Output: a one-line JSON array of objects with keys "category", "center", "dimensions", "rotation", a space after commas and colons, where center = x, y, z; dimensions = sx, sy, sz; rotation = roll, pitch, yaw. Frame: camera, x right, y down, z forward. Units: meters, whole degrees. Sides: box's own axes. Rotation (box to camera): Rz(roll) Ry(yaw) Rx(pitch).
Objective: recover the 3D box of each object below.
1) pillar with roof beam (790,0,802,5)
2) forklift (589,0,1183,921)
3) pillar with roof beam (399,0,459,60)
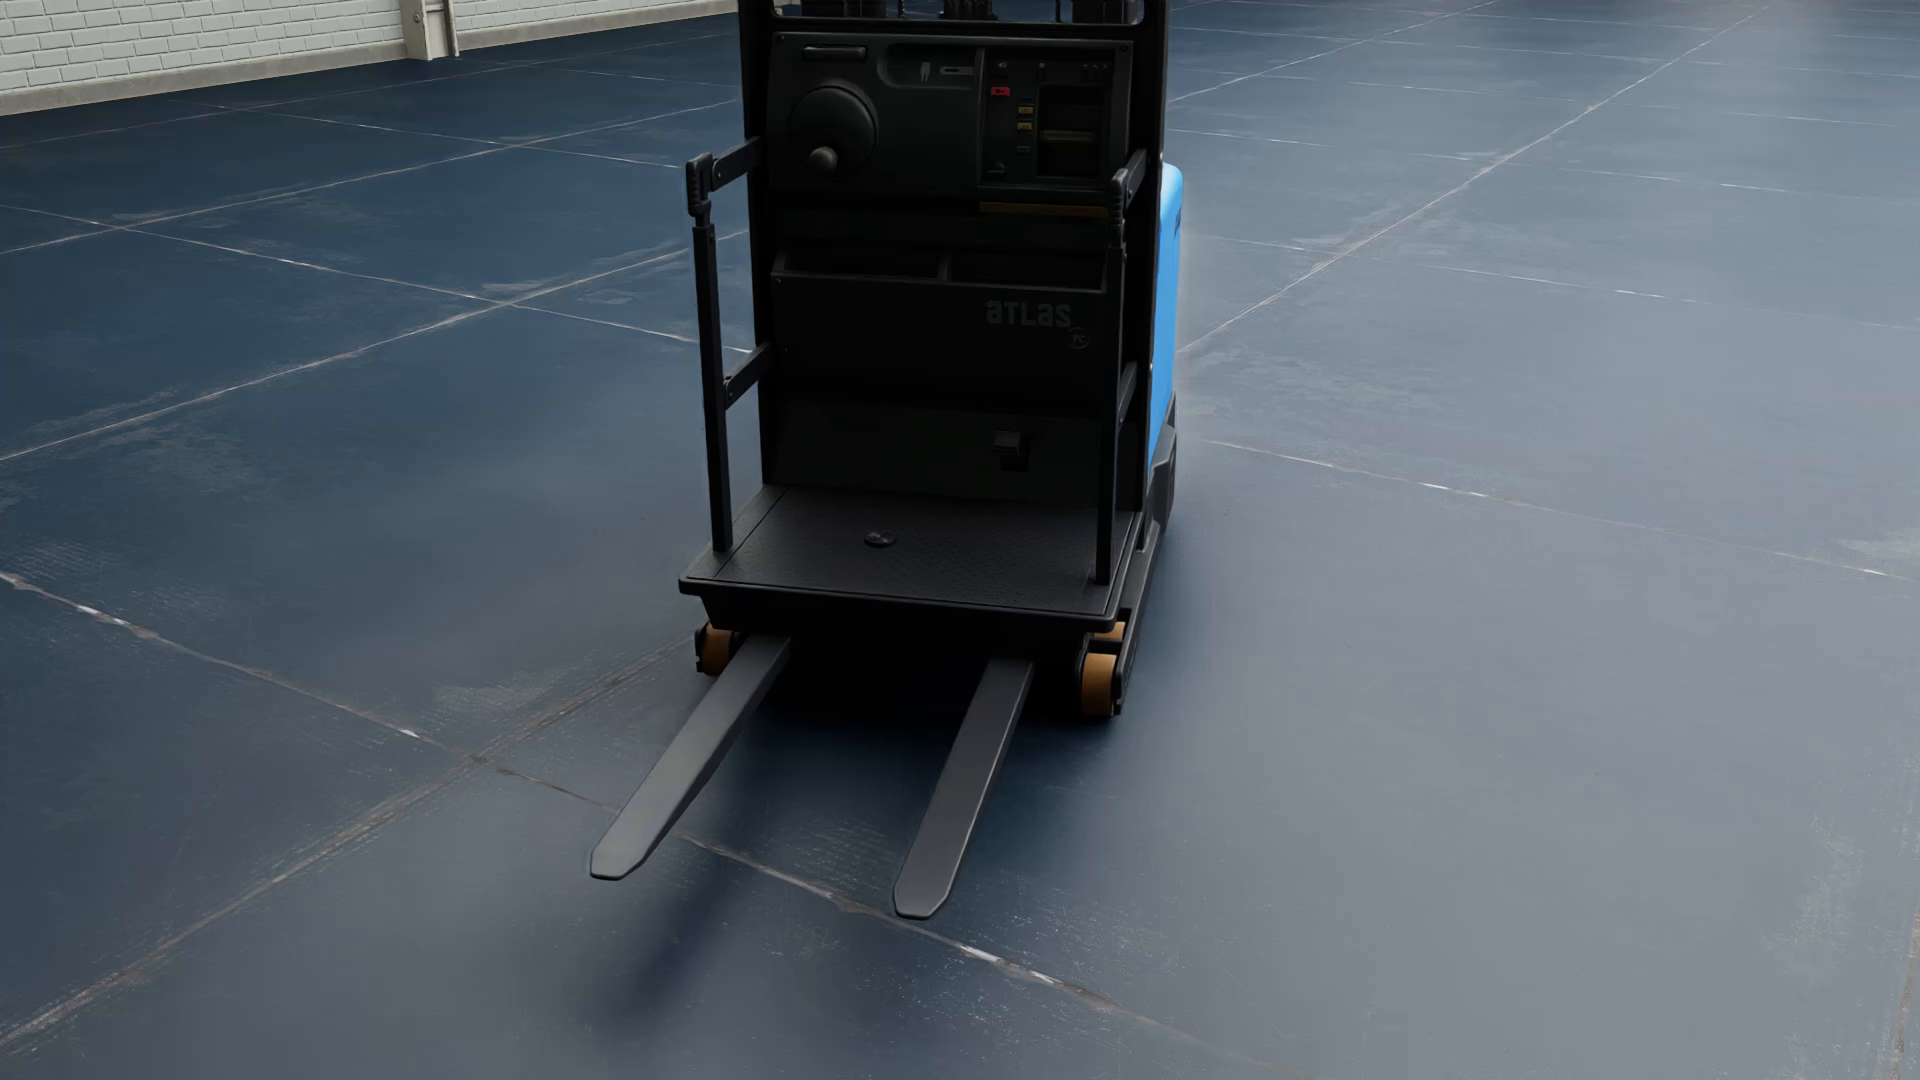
[{"category": "pillar with roof beam", "center": [1.760, -9.892, 16.773], "dimensions": [9.100, 9.000, 0.400], "rotation": [14, 27, 29]}, {"category": "forklift", "center": [-0.075, -1.057, 4.001], "dimensions": [1.130, 2.935, 3.031], "rotation": [5, 24, 11]}, {"category": "pillar with roof beam", "center": [-1.405, -7.867, 12.095], "dimensions": [9.100, 9.000, 0.400], "rotation": [14, 27, 29]}]
